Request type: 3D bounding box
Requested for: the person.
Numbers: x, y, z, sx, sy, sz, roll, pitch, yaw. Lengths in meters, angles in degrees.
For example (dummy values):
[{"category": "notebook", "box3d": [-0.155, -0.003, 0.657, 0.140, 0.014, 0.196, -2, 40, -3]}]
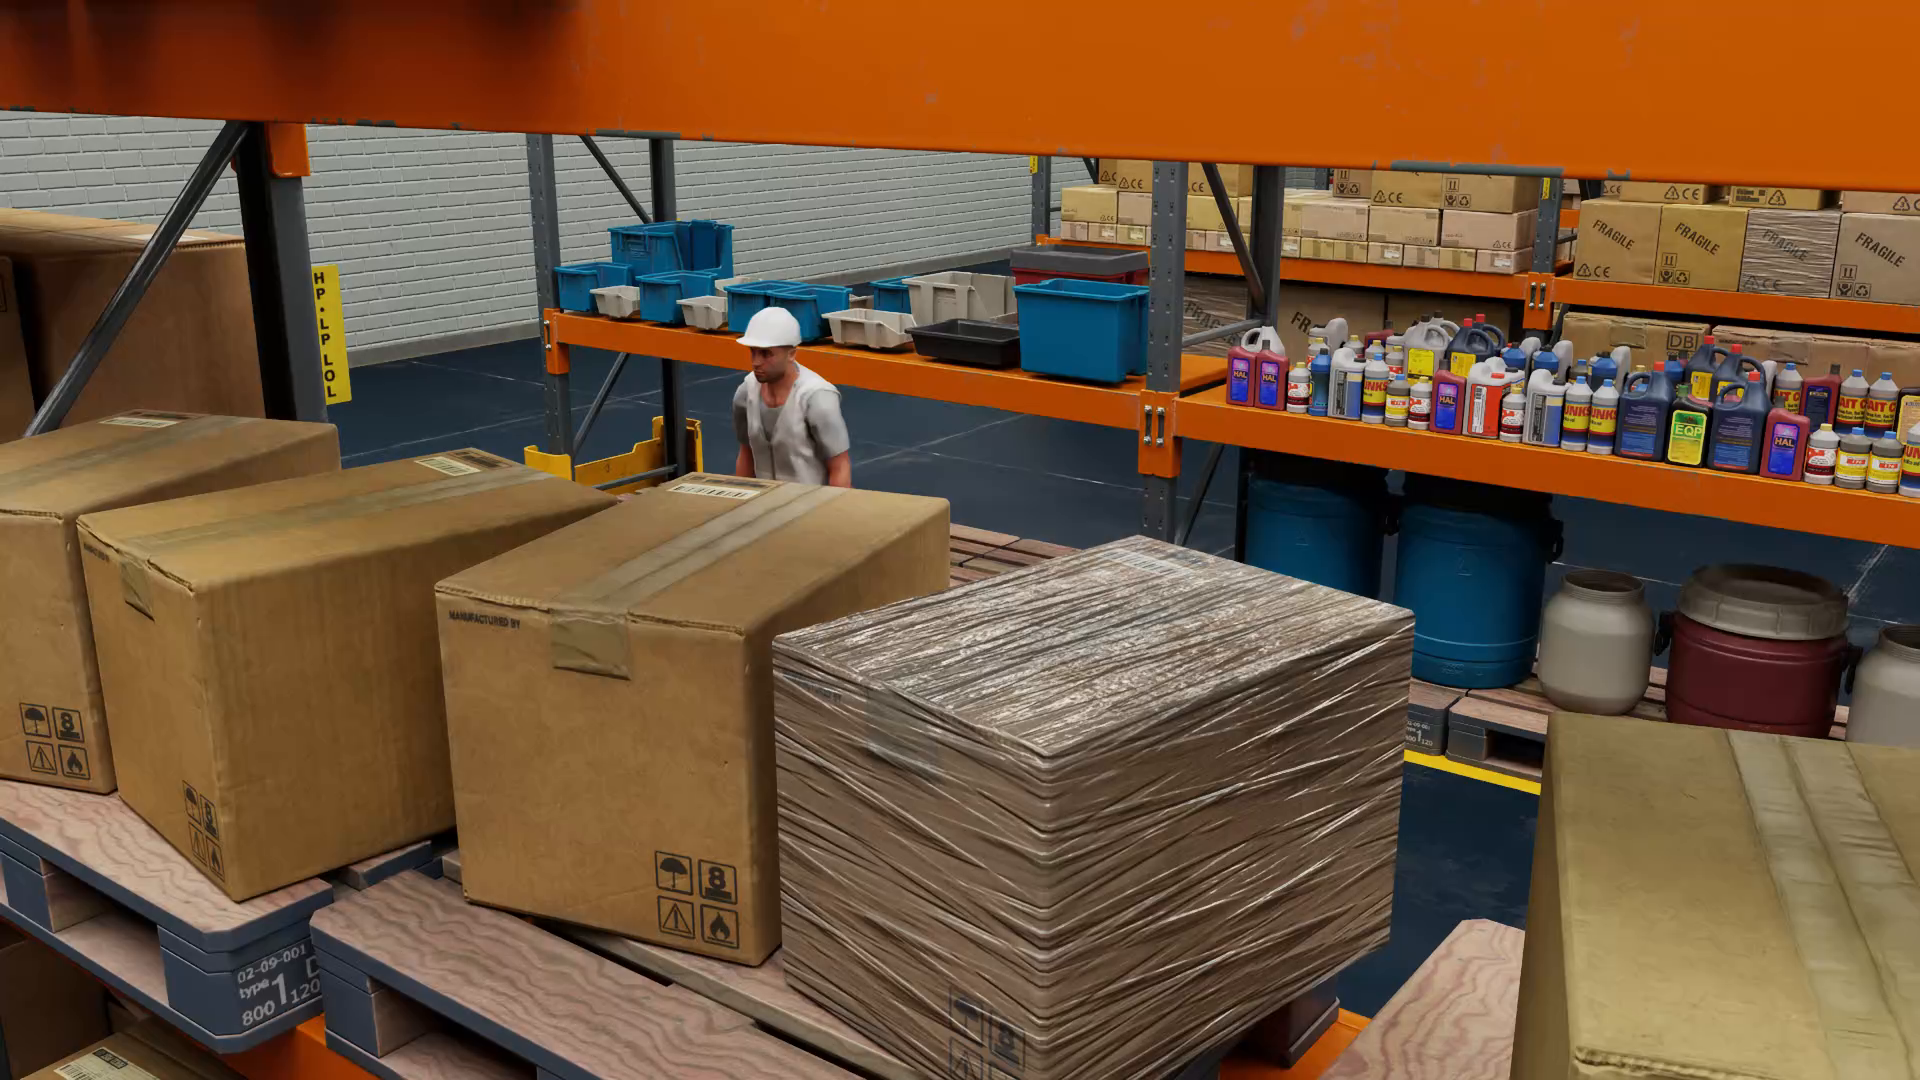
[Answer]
[{"category": "person", "box3d": [-0.708, -0.061, 6.718, 0.604, 1.779, 0.454, 12, 20, 35]}]
